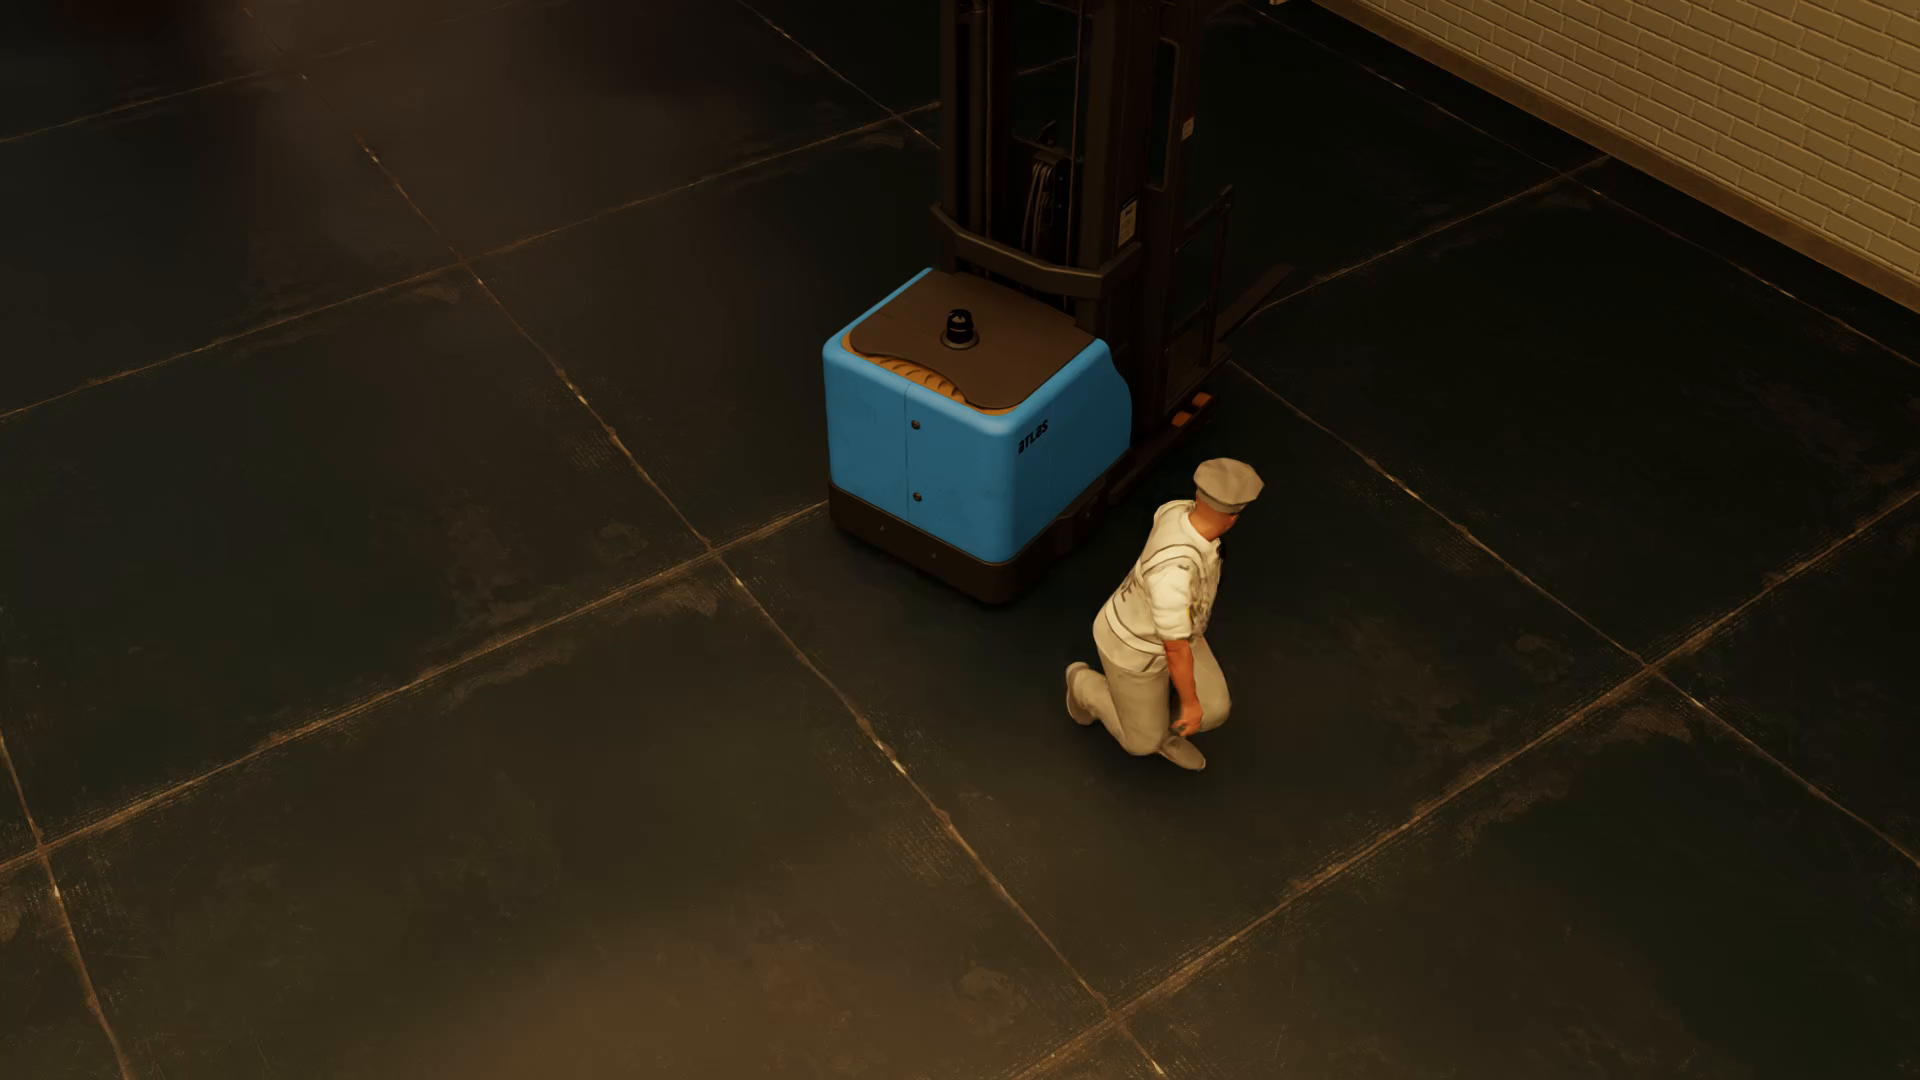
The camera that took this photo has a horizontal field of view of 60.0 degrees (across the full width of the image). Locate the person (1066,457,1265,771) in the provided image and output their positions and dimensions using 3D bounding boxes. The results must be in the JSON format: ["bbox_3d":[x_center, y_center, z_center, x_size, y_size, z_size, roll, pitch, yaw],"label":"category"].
[{"bbox_3d":[0.775,0.296,6.457,0.722,1.537,0.698,26,49,26],"label":"person"}]

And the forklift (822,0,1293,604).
[{"bbox_3d":[0.667,-1.743,7.606,1.130,2.935,3.031,27,49,26],"label":"forklift"}]
